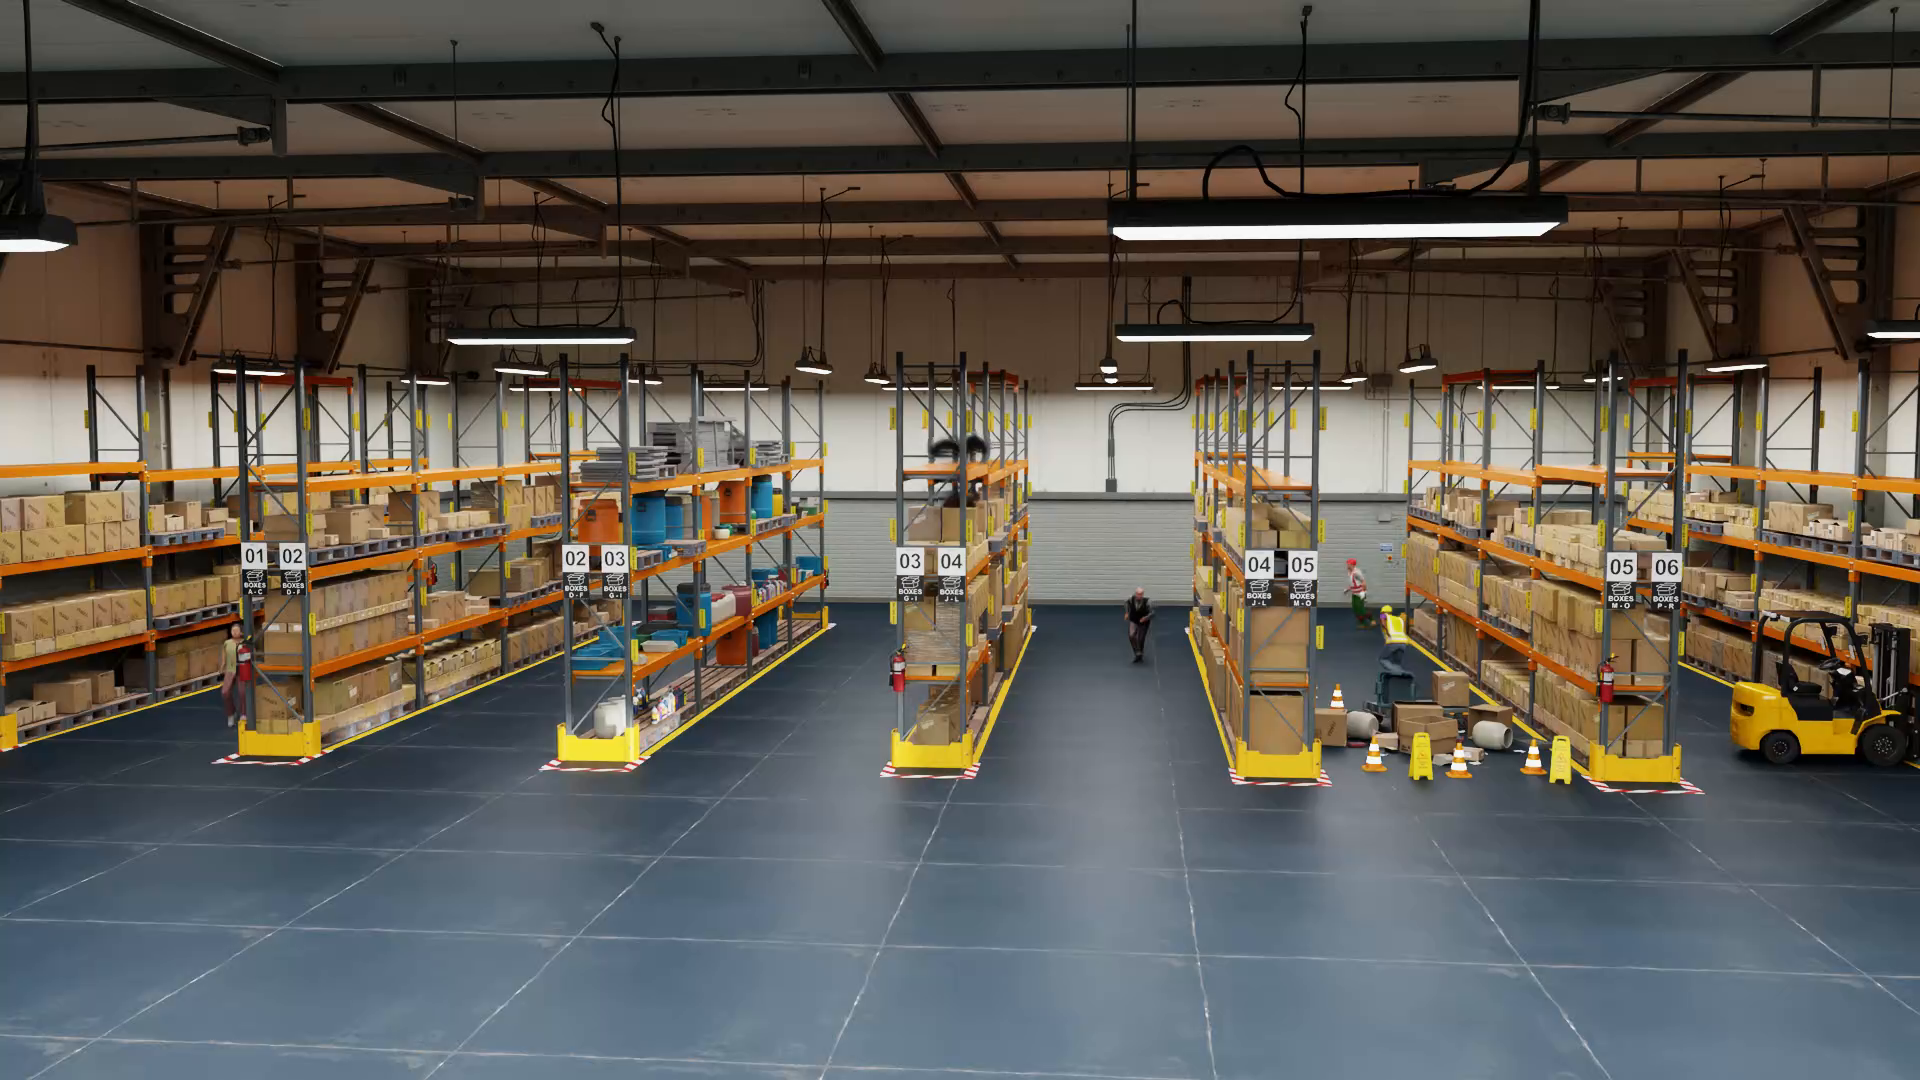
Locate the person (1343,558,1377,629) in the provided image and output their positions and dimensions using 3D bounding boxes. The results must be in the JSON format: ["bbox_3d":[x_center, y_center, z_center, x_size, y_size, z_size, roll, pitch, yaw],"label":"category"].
[{"bbox_3d":[9.658,1.298,40.146,0.752,1.707,0.658,-1,4,-10],"label":"person"}]

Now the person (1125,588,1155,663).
[{"bbox_3d":[3.770,1.743,34.752,0.674,1.558,1.056,1,4,14],"label":"person"}]

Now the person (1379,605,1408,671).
[{"bbox_3d":[8.210,2.008,31.584,0.685,1.469,0.984,-1,4,-18],"label":"person"}]

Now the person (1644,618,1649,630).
[{"bbox_3d":[12.697,2.019,30.973,0.529,1.568,0.892,-1,4,-13],"label":"person"}]

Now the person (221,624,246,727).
[{"bbox_3d":[-11.940,2.219,27.432,0.572,1.689,0.687,0,4,-5],"label":"person"}]
